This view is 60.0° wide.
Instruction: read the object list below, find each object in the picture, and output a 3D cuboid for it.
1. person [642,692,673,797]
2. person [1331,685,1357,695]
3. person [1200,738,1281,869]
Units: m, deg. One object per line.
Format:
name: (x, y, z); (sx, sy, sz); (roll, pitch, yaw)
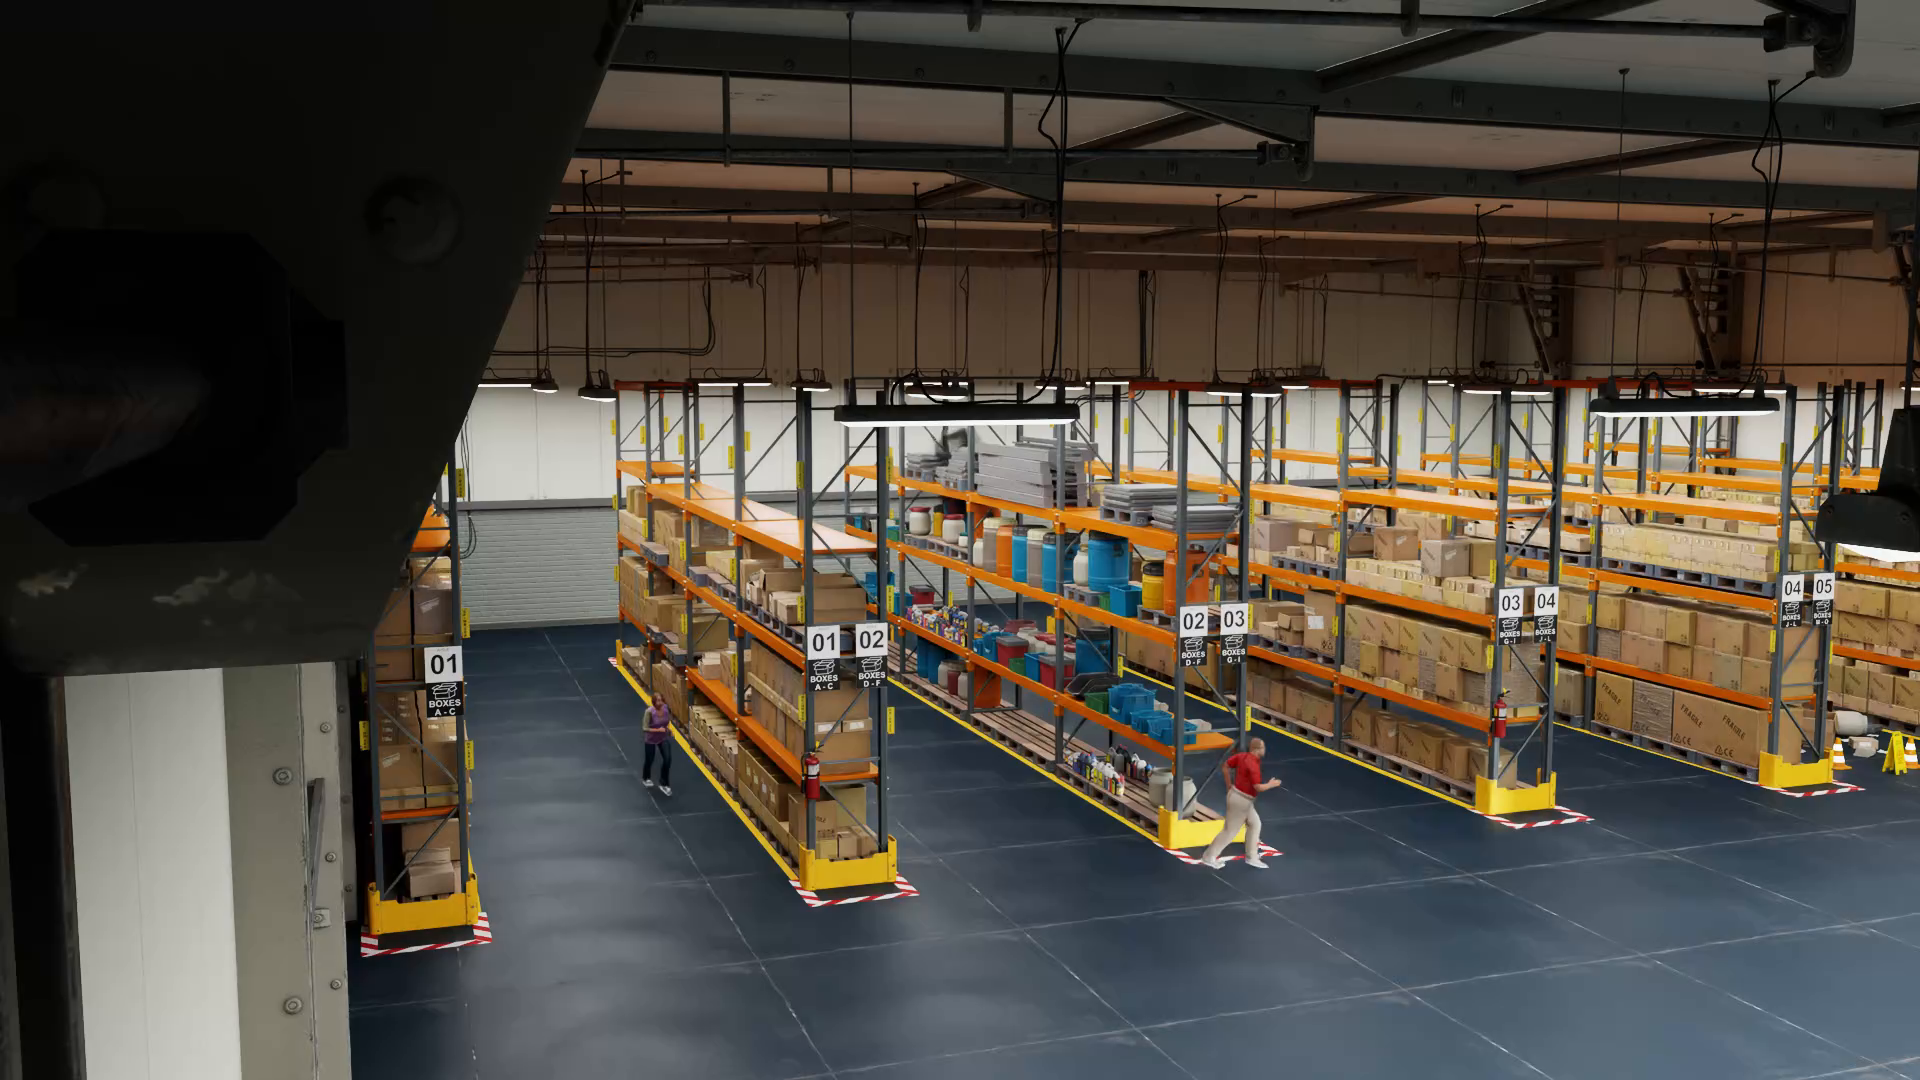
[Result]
person: (-4.463, 2.976, 24.489); (0.533, 1.562, 0.904); (-3, 7, -29)
person: (7.114, 2.290, 30.695); (0.738, 1.618, 0.514); (-1, 6, -8)
person: (3.493, 3.305, 20.741); (1.001, 1.709, 0.667); (0, 6, -1)
